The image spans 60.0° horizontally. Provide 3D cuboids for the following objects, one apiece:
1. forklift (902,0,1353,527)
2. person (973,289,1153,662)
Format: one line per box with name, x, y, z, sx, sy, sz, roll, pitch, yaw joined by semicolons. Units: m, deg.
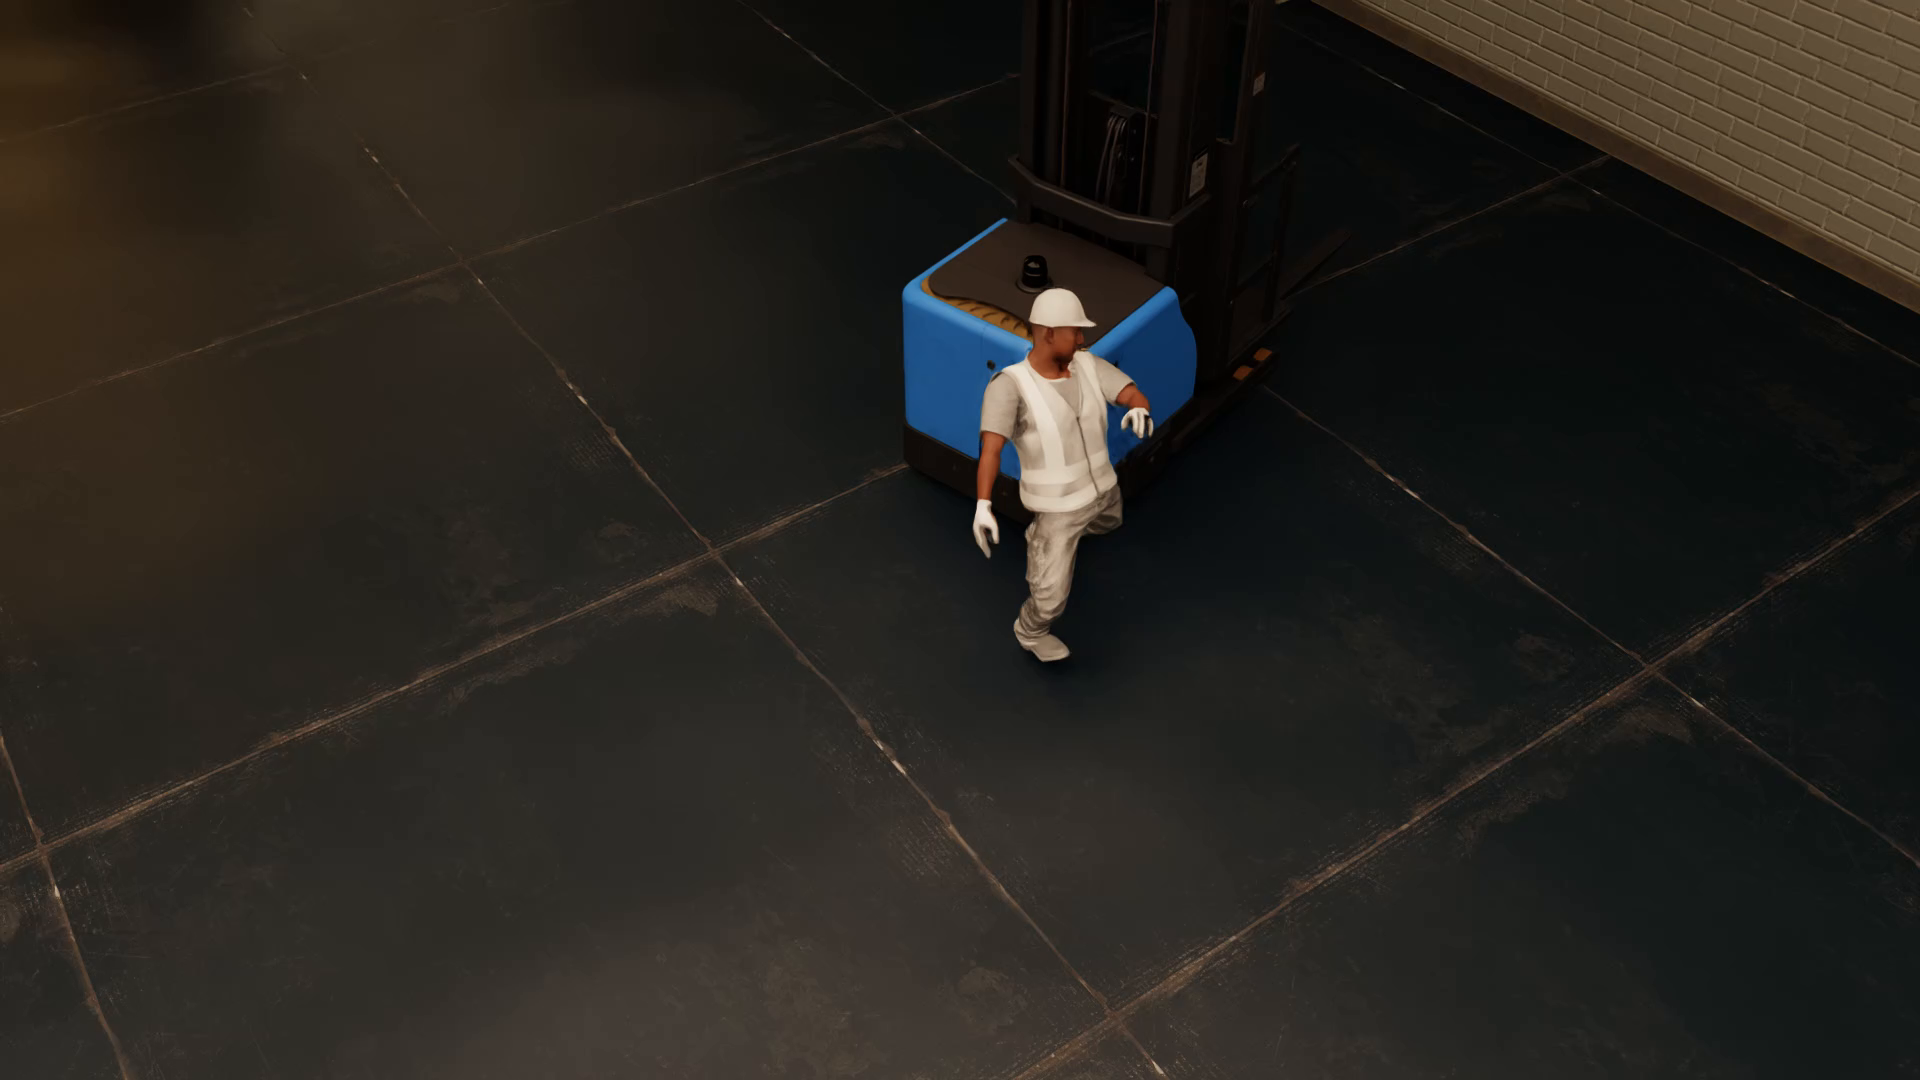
forklift;1.031;-2.013;7.900;1.130;2.935;3.031;28;50;27
person;0.375;-0.155;6.869;0.839;1.575;0.977;30;50;28
